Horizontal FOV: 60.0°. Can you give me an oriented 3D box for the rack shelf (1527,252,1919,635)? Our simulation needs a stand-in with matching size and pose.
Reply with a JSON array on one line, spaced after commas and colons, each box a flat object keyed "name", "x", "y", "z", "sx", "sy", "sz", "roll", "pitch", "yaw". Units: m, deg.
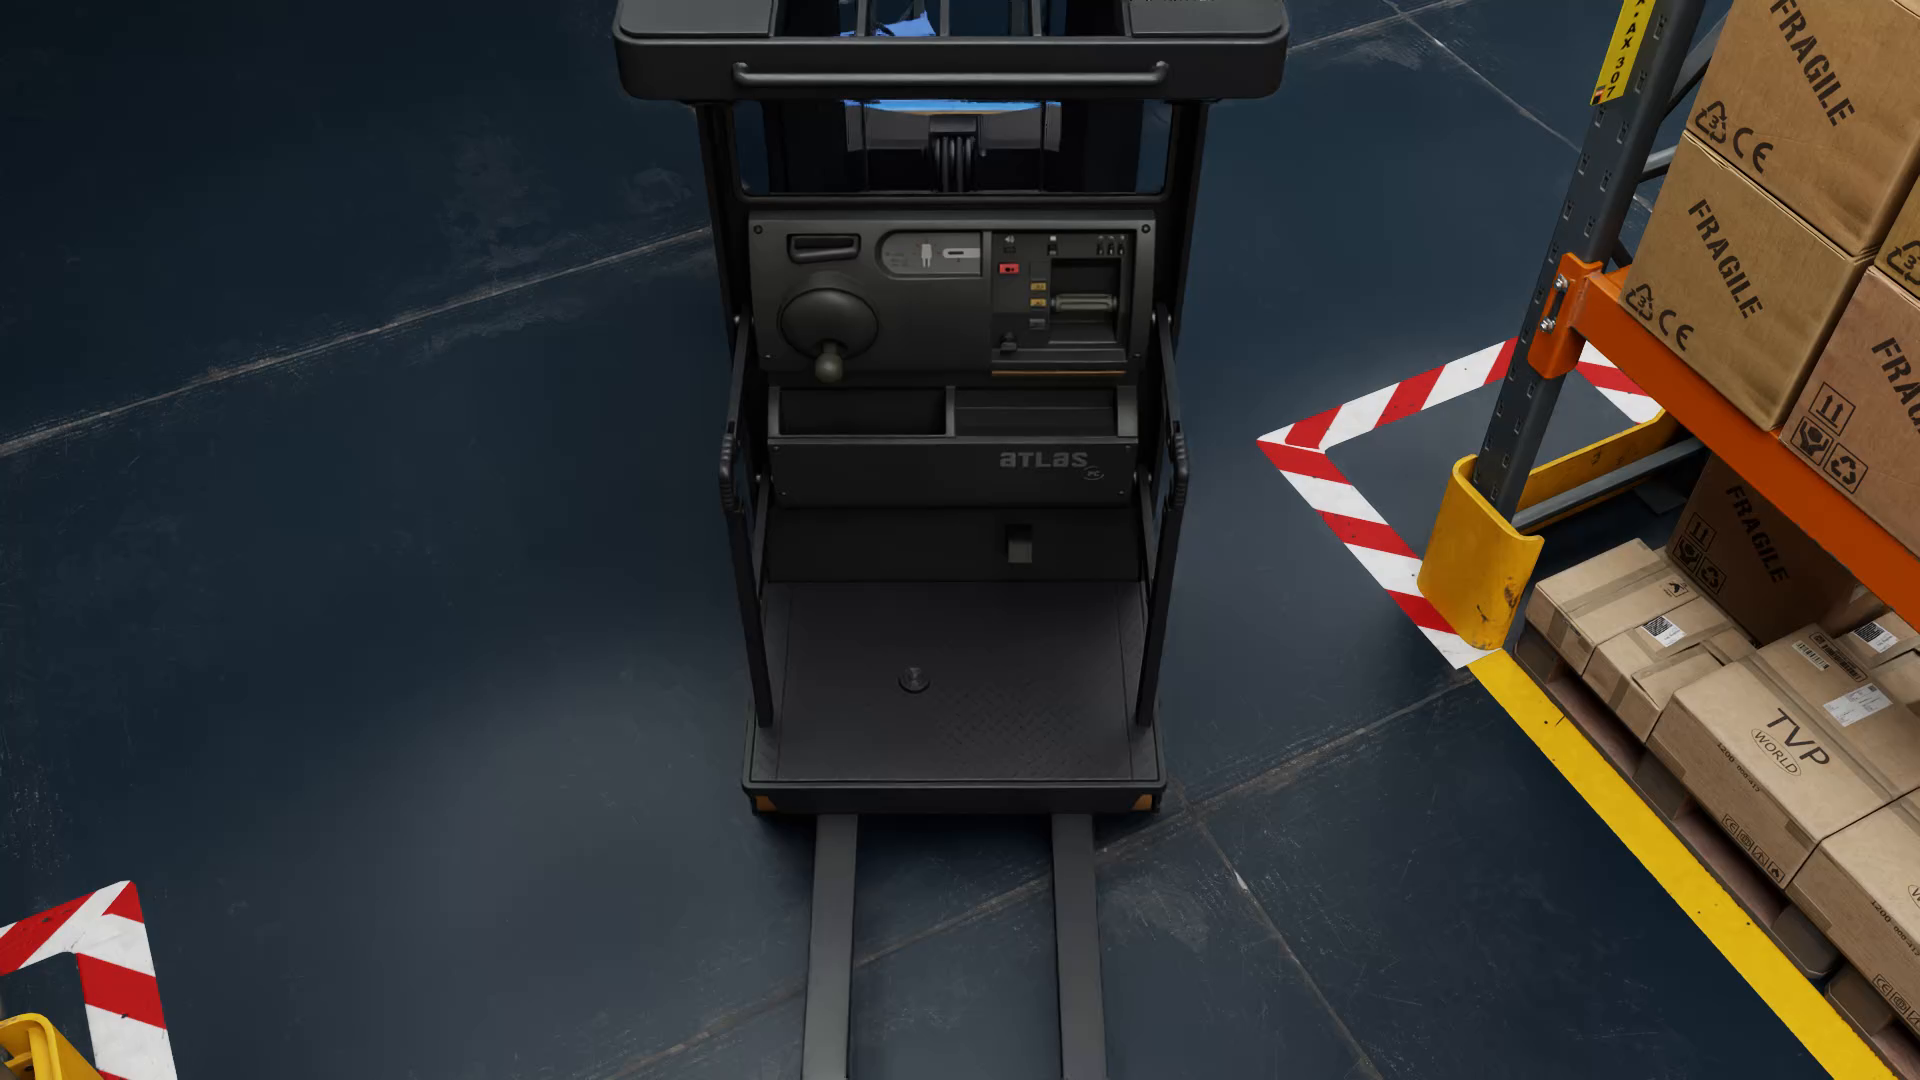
[{"name": "rack shelf", "x": 2.866, "y": 0.568, "z": 3.238, "sx": 1.077, "sy": 0.370, "sz": 4.000, "roll": -21, "pitch": 52, "yaw": -18}]

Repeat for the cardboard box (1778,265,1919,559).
[{"name": "cardboard box", "x": 2.160, "y": -0.309, "z": 3.461, "sx": 0.500, "sy": 0.500, "sz": 0.500, "roll": -22, "pitch": 52, "yaw": -18}]

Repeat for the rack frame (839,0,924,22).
[{"name": "rack frame", "x": -0.372, "y": -1.935, "z": 5.946, "sx": 0.500, "sy": 1.500, "sz": 0.032, "roll": -14, "pitch": 50, "yaw": -12}]

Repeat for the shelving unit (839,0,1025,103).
[{"name": "shelving unit", "x": -0.210, "y": -1.572, "z": 5.629, "sx": 0.538, "sy": 1.500, "sz": 1.048, "roll": -14, "pitch": 50, "yaw": -12}]

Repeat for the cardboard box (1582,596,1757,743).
[{"name": "cardboard box", "x": 1.951, "y": 0.347, "z": 4.544, "sx": 0.380, "sy": 0.166, "sz": 0.250, "roll": -21, "pitch": 52, "yaw": -18}]

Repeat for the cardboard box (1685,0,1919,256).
[{"name": "cardboard box", "x": 1.919, "y": -0.981, "z": 3.385, "sx": 0.500, "sy": 0.500, "sz": 0.500, "roll": -20, "pitch": 52, "yaw": -16}]

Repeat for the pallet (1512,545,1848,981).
[{"name": "pallet", "x": 2.351, "y": 0.495, "z": 4.677, "sx": 1.003, "sy": 0.211, "sz": 1.213, "roll": -21, "pitch": 52, "yaw": -18}]

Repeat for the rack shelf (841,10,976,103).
[{"name": "rack shelf", "x": -0.210, "y": -1.454, "z": 5.764, "sx": 0.538, "sy": 0.185, "sz": 1.000, "roll": -14, "pitch": 50, "yaw": -12}]

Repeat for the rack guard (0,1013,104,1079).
[{"name": "rack guard", "x": -2.464, "y": 1.509, "z": 3.598, "sx": 1.175, "sy": 0.500, "sz": 0.348, "roll": -21, "pitch": 52, "yaw": -18}]

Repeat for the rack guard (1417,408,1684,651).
[{"name": "rack guard", "x": 1.985, "y": -0.133, "z": 5.034, "sx": 1.175, "sy": 0.500, "sz": 0.348, "roll": -21, "pitch": 52, "yaw": -18}]

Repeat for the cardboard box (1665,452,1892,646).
[{"name": "cardboard box", "x": 2.418, "y": -0.050, "z": 4.669, "sx": 0.500, "sy": 0.500, "sz": 0.500, "roll": -21, "pitch": 52, "yaw": -18}]

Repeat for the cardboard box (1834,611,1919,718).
[{"name": "cardboard box", "x": 2.523, "y": 0.362, "z": 4.531, "sx": 0.380, "sy": 0.166, "sz": 0.250, "roll": -21, "pitch": 52, "yaw": -18}]

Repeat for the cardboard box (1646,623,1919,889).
[{"name": "cardboard box", "x": 2.176, "y": 0.550, "z": 4.311, "sx": 0.500, "sy": 0.250, "sz": 0.500, "roll": -21, "pitch": 52, "yaw": -18}]

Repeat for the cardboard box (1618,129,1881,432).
[{"name": "cardboard box", "x": 1.919, "y": -0.652, "z": 3.761, "sx": 0.500, "sy": 0.500, "sz": 0.500, "roll": -20, "pitch": 52, "yaw": -17}]

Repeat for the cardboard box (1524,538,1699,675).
[{"name": "cardboard box", "x": 1.836, "y": 0.185, "z": 4.697, "sx": 0.380, "sy": 0.149, "sz": 0.250, "roll": -21, "pitch": 52, "yaw": -18}]

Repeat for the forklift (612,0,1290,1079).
[{"name": "forklift", "x": -0.015, "y": -0.459, "z": 3.705, "sx": 1.130, "sy": 2.935, "sz": 3.031, "roll": 0, "pitch": 49, "yaw": 0}]

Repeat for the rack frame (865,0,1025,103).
[{"name": "rack frame", "x": -0.048, "y": -1.210, "z": 5.312, "sx": 0.500, "sy": 1.500, "sz": 0.032, "roll": -14, "pitch": 50, "yaw": -12}]

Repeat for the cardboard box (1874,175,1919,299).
[{"name": "cardboard box", "x": 2.165, "y": -0.634, "z": 3.081, "sx": 0.500, "sy": 0.500, "sz": 0.500, "roll": -21, "pitch": 52, "yaw": -17}]

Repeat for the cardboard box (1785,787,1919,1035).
[{"name": "cardboard box", "x": 2.405, "y": 0.884, "z": 4.018, "sx": 0.500, "sy": 0.250, "sz": 0.500, "roll": -21, "pitch": 52, "yaw": -18}]

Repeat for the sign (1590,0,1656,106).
[{"name": "sign", "x": 1.468, "y": -1.105, "z": 3.649, "sx": 0.100, "sy": 0.325, "sz": 0.005, "roll": -21, "pitch": 52, "yaw": -18}]

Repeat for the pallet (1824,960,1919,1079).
[{"name": "pallet", "x": 2.905, "y": 1.311, "z": 3.964, "sx": 1.003, "sy": 0.211, "sz": 1.213, "roll": -21, "pitch": 52, "yaw": -18}]

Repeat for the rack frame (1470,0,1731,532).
[{"name": "rack frame", "x": 1.950, "y": -1.007, "z": 4.138, "sx": 1.000, "sy": 3.000, "sz": 0.127, "roll": -21, "pitch": 52, "yaw": -18}]
